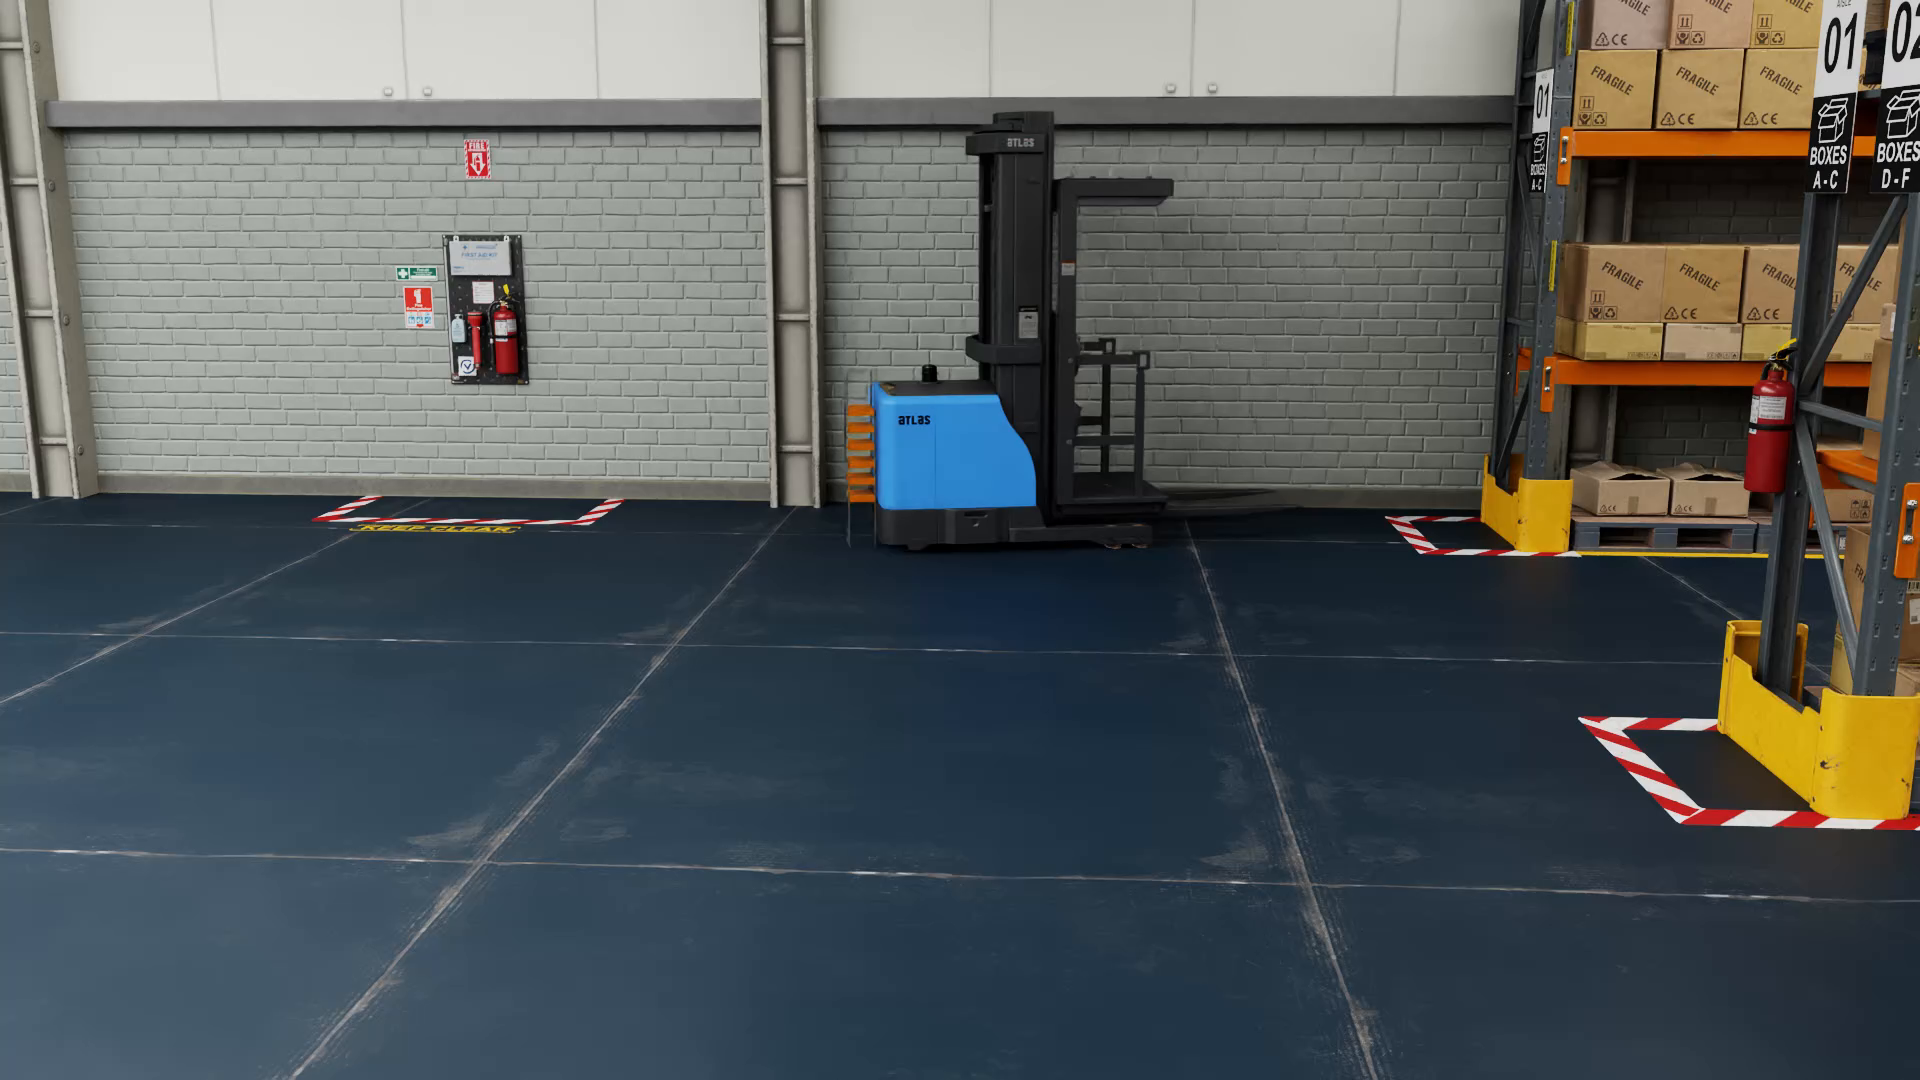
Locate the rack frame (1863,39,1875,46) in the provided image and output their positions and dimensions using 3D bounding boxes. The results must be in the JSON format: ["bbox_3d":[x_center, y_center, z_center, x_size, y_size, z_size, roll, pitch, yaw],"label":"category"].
[{"bbox_3d":[3.631,-3.427,6.174,0.127,3.000,1.000,1,12,4],"label":"rack frame"}]

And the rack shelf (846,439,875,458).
[{"bbox_3d":[-0.693,-0.639,11.523,0.180,0.103,0.258,-2,12,-8],"label":"rack shelf"}]

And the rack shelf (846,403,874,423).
[{"bbox_3d":[-0.693,-0.874,11.474,0.180,0.103,0.258,-2,12,-8],"label":"rack shelf"}]

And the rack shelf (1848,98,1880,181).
[{"bbox_3d":[5.627,-1.580,6.424,4.000,0.370,1.077,1,12,4],"label":"rack shelf"}]

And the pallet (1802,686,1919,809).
[{"bbox_3d":[4.397,0.876,7.065,1.213,0.211,1.003,1,12,4],"label":"pallet"}]

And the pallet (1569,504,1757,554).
[{"bbox_3d":[4.842,-0.119,11.819,1.213,0.211,1.003,1,12,4],"label":"pallet"}]

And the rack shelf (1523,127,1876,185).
[{"bbox_3d":[5.954,-2.592,11.262,4.000,0.370,1.077,1,12,4],"label":"rack shelf"}]

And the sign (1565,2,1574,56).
[{"bbox_3d":[3.922,-3.288,10.700,0.005,0.325,0.100,1,12,4],"label":"sign"}]

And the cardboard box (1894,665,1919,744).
[{"bbox_3d":[4.151,0.702,6.774,0.500,0.250,0.500,1,12,4],"label":"cardboard box"}]

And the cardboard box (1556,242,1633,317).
[{"bbox_3d":[4.443,-1.843,11.740,0.500,0.500,0.500,1,12,3],"label":"cardboard box"}]

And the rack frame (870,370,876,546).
[{"bbox_3d":[-0.603,-0.568,11.552,0.006,1.200,0.240,-2,12,-8],"label":"rack frame"}]

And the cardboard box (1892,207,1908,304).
[{"bbox_3d":[4.149,-1.165,6.599,0.500,0.500,0.700,1,12,4],"label":"cardboard box"}]

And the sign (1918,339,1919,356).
[{"bbox_3d":[3.588,-0.840,6.150,0.005,0.325,0.100,1,12,4],"label":"sign"}]

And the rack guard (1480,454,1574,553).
[{"bbox_3d":[4.034,-0.278,11.877,0.348,0.500,1.175,1,12,4],"label":"rack guard"}]

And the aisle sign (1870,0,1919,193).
[{"bbox_3d":[3.545,-1.702,6.227,0.004,0.787,0.394,1,12,4],"label":"aisle sign"}]

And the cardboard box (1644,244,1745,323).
[{"bbox_3d":[4.907,-1.730,11.196,0.500,0.500,0.500,1,12,4],"label":"cardboard box"}]

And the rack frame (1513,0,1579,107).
[{"bbox_3d":[3.958,-4.439,11.012,0.127,3.000,1.000,1,12,4],"label":"rack frame"}]

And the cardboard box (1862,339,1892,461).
[{"bbox_3d":[4.096,-0.531,6.735,0.500,0.500,0.700,1,12,4],"label":"cardboard box"}]

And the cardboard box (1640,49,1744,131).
[{"bbox_3d":[4.809,-2.959,10.971,0.500,0.500,0.500,2,12,8],"label":"cardboard box"}]

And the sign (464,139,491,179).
[{"bbox_3d":[-3.737,-2.949,12.877,0.199,0.298,0.001,1,12,4],"label":"sign"}]

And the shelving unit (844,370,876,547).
[{"bbox_3d":[-0.693,-0.565,11.539,0.189,1.200,0.258,-2,12,-8],"label":"shelving unit"}]

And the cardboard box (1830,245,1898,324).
[{"bbox_3d":[5.938,-1.717,11.134,0.500,0.500,0.500,1,12,6],"label":"cardboard box"}]

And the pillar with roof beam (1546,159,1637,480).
[{"bbox_3d":[4.427,-3.727,7.607,0.400,9.000,9.100,1,12,4],"label":"pillar with roof beam"}]

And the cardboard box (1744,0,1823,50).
[{"bbox_3d":[5.336,-3.442,10.837,0.500,0.500,0.500,1,12,5],"label":"cardboard box"}]

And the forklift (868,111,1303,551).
[{"bbox_3d":[0.892,-1.478,11.674,3.031,2.935,1.130,-2,12,-8],"label":"forklift"}]

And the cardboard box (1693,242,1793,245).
[{"bbox_3d":[5.461,-1.828,11.668,0.500,0.500,0.500,0,12,2],"label":"cardboard box"}]

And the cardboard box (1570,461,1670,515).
[{"bbox_3d":[4.643,-0.374,11.723,0.500,0.311,0.500,-1,12,-3],"label":"cardboard box"}]

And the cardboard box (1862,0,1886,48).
[{"bbox_3d":[5.943,-3.542,11.313,0.500,0.500,0.500,1,12,4],"label":"cardboard box"}]

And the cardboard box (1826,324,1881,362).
[{"bbox_3d":[5.955,-1.348,11.203,0.500,0.250,0.500,1,12,4],"label":"cardboard box"}]

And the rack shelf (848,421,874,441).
[{"bbox_3d":[-0.693,-0.756,11.499,0.180,0.103,0.258,-2,12,-8],"label":"rack shelf"}]

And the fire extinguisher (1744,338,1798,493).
[{"bbox_3d":[3.544,-0.549,7.258,0.183,0.674,0.296,1,12,4],"label":"fire extinguisher"}]

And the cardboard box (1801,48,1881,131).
[{"bbox_3d":[5.863,-2.950,10.927,0.500,0.500,0.500,2,12,7],"label":"cardboard box"}]

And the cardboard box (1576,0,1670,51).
[{"bbox_3d":[4.326,-3.464,10.942,0.500,0.500,0.500,0,12,0],"label":"cardboard box"}]

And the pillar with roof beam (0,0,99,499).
[{"bbox_3d":[-7.546,-3.891,8.392,0.400,9.000,9.100,1,12,4],"label":"pillar with roof beam"}]

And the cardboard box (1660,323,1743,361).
[{"bbox_3d":[4.943,-1.363,11.278,0.500,0.250,0.500,0,12,2],"label":"cardboard box"}]

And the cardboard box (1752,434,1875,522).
[{"bbox_3d":[5.940,-0.439,11.570,0.500,0.500,0.700,0,12,0],"label":"cardboard box"}]

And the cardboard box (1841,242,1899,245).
[{"bbox_3d":[6.482,-1.816,11.611,0.500,0.500,0.500,1,12,5],"label":"cardboard box"}]
